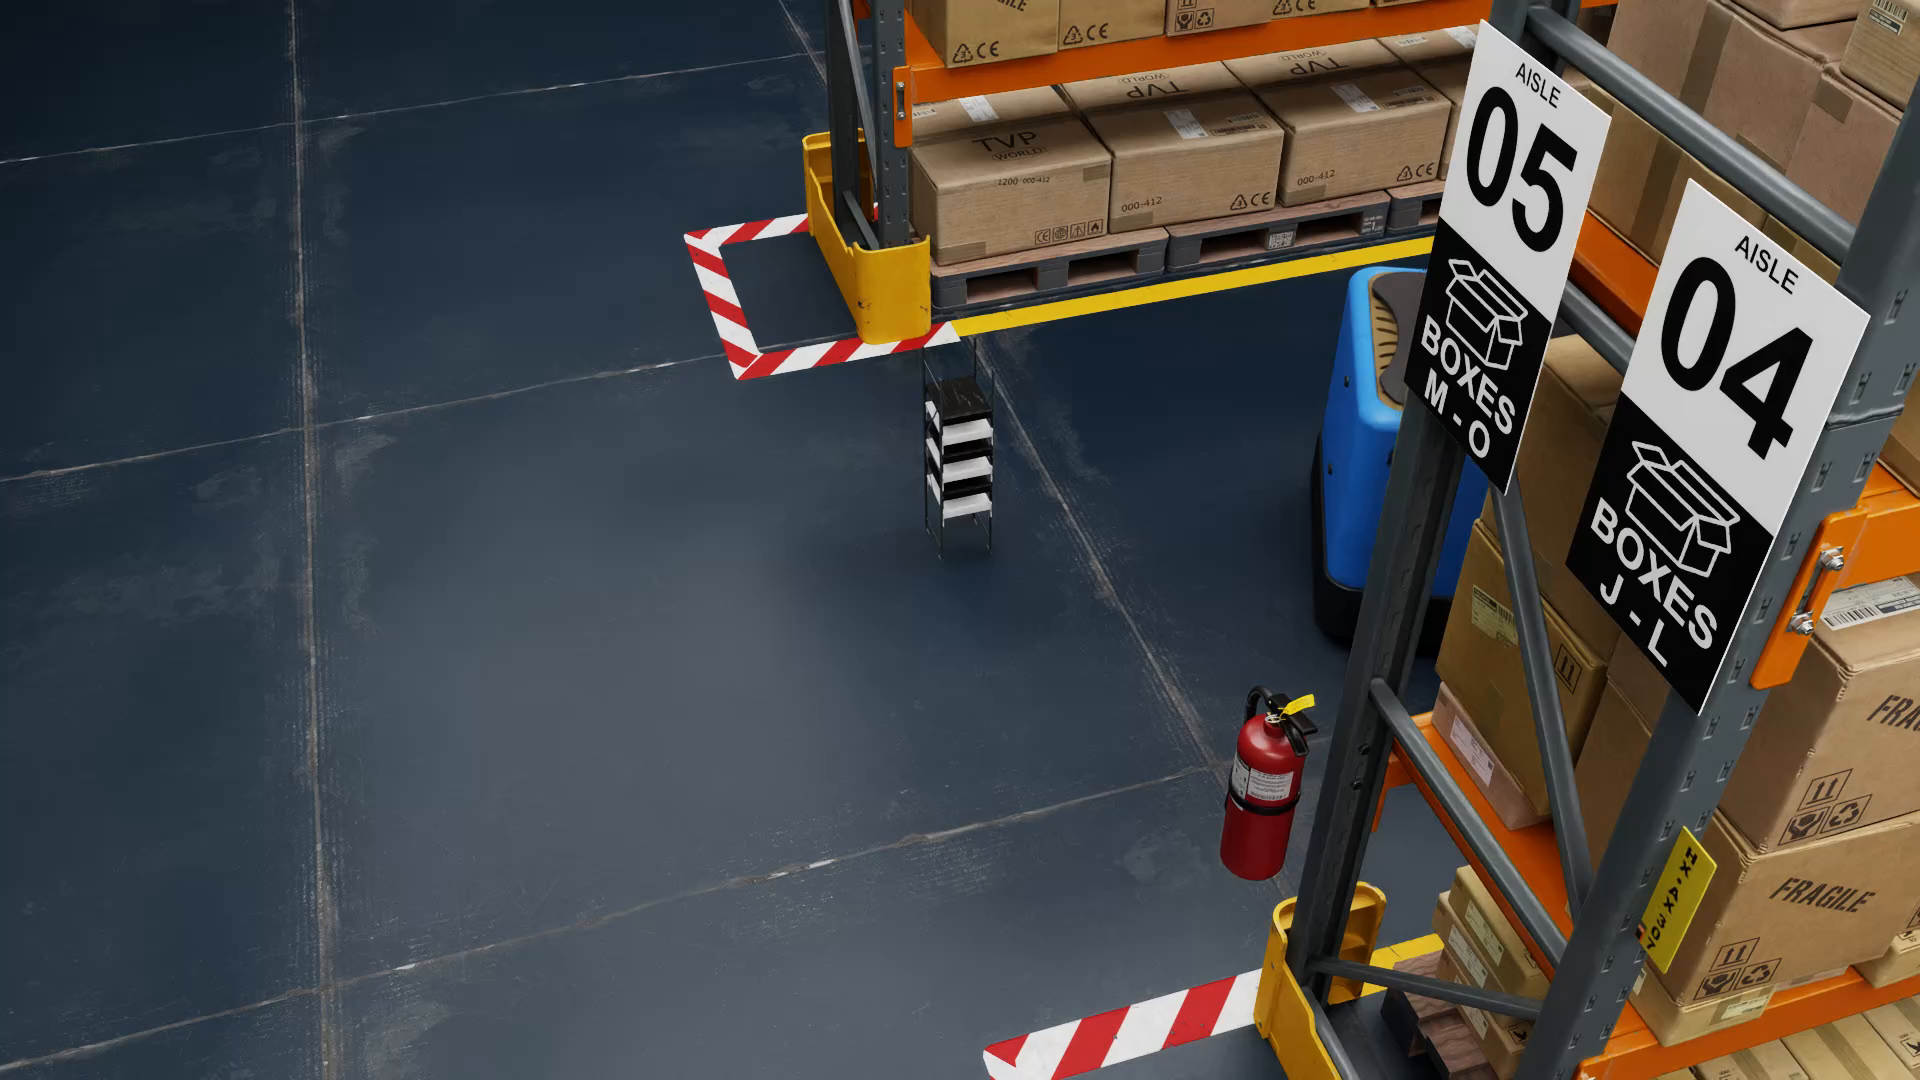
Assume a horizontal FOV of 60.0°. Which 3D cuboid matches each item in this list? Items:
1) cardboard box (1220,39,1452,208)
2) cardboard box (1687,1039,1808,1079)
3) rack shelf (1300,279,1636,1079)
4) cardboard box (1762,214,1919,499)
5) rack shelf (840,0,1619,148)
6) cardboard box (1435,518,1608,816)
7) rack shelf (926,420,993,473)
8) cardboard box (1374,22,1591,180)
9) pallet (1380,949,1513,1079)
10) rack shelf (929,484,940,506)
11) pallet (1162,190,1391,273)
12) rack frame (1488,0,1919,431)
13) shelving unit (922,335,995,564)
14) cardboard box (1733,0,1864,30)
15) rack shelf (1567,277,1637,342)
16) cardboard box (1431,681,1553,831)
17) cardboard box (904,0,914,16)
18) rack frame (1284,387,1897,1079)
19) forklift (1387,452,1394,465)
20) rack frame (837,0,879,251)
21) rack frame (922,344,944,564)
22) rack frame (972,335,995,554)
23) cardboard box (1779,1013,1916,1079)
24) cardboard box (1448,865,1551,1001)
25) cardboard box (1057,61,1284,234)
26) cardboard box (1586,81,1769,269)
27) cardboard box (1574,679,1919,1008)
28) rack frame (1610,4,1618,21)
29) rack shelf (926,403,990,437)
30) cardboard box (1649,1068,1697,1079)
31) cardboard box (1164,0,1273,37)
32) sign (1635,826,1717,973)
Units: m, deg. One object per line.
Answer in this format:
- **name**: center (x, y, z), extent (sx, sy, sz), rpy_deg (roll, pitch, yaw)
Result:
- **cardboard box**: center (1.893, -2.188, 8.603), extent (0.875, 0.438, 0.875), rpy_deg (-13, 43, -14)
- **cardboard box**: center (1.975, 1.319, 4.356), extent (0.250, 0.149, 0.380), rpy_deg (-11, 42, -12)
- **rack shelf**: center (1.147, 0.650, 3.726), extent (0.053, 2.616, 0.949), rpy_deg (-12, 42, -13)
- **cardboard box**: center (1.651, -0.354, 2.709), extent (0.529, 0.250, 0.529), rpy_deg (-13, 43, -14)
- **rack shelf**: center (1.471, -2.563, 7.950), extent (4.000, 0.370, 1.077), rpy_deg (-12, 42, -13)
- **cardboard box**: center (1.498, 0.248, 3.884), extent (0.500, 0.500, 0.500), rpy_deg (-11, 42, -12)
- **rack shelf**: center (-0.008, -0.380, 6.415), extent (0.200, 0.077, 0.258), rpy_deg (-12, 42, -13)
- **cardboard box**: center (2.747, -2.366, 8.806), extent (0.875, 0.438, 0.875), rpy_deg (-12, 43, -14)
- **pallet**: center (2.004, 1.545, 4.822), extent (1.213, 0.211, 1.003), rpy_deg (-12, 42, -13)
- **rack shelf**: center (-0.008, -0.188, 6.583), extent (0.184, 0.015, 0.199), rpy_deg (-12, 42, -13)
- **pallet**: center (1.464, -1.834, 8.689), extent (1.213, 0.211, 1.003), rpy_deg (-12, 42, -13)
- **rack frame**: center (1.146, -1.611, 1.755), extent (0.127, 3.000, 1.000), rpy_deg (-12, 42, -13)
- **shelving unit**: center (6.907, -0.138, 3.832), extent (12.137, 4.047, 8.426), rpy_deg (-12, 42, -13)
- **cardboard box**: center (1.375, -1.014, 2.782), extent (0.250, 0.149, 0.380), rpy_deg (-12, 43, -13)
- **rack shelf**: center (3.054, -0.660, 3.384), extent (3.687, 0.071, 0.831), rpy_deg (-12, 42, -13)
- **cardboard box**: center (1.372, 0.501, 4.088), extent (0.250, 0.149, 0.380), rpy_deg (-12, 42, -13)
- **cardboard box**: center (-0.056, -2.738, 7.528), extent (0.500, 0.500, 0.500), rpy_deg (-11, 42, -13)
- **rack frame**: center (1.146, 0.648, 3.729), extent (0.127, 3.000, 1.000), rpy_deg (-12, 42, -13)
- **forklift**: center (2.207, -3.918, 7.276), extent (9.711, 5.209, 7.407), rpy_deg (5, 41, 6)
- **rack frame**: center (-0.438, -2.441, 7.264), extent (0.053, 2.616, 0.949), rpy_deg (-12, 42, -13)
- **rack frame**: center (-0.105, -0.317, 6.429), extent (0.006, 0.900, 0.240), rpy_deg (-12, 42, -13)
- **rack frame**: center (0.089, -0.357, 6.475), extent (0.006, 0.900, 0.240), rpy_deg (-12, 42, -13)
- **cardboard box**: center (2.254, 1.350, 4.321), extent (0.250, 0.149, 0.380), rpy_deg (-12, 43, -13)
- **cardboard box**: center (1.575, 1.076, 4.634), extent (0.250, 0.149, 0.380), rpy_deg (-11, 42, -13)
- **cardboard box**: center (1.033, -2.011, 8.400), extent (0.875, 0.438, 0.875), rpy_deg (-11, 42, -12)
- **cardboard box**: center (1.501, -0.681, 3.084), extent (0.500, 0.250, 0.500), rpy_deg (-13, 43, -14)
- **cardboard box**: center (1.657, 0.583, 3.501), extent (0.500, 0.500, 0.500), rpy_deg (-10, 42, -11)
- **rack frame**: center (3.377, -3.231, 8.169), extent (0.053, 2.616, 0.949), rpy_deg (-12, 42, -13)
- **rack shelf**: center (6.915, -0.361, 3.628), extent (12.128, 3.443, 8.407), rpy_deg (-12, 42, -13)
- **cardboard box**: center (1.748, 1.449, 4.207), extent (0.250, 0.149, 0.380), rpy_deg (-14, 43, -15)
- **cardboard box**: center (1.072, -2.598, 7.367), extent (0.500, 0.500, 0.500), rpy_deg (-12, 43, -13)
- **sign**: center (1.309, 0.662, 3.054), extent (0.005, 0.325, 0.100), rpy_deg (-12, 42, -13)
